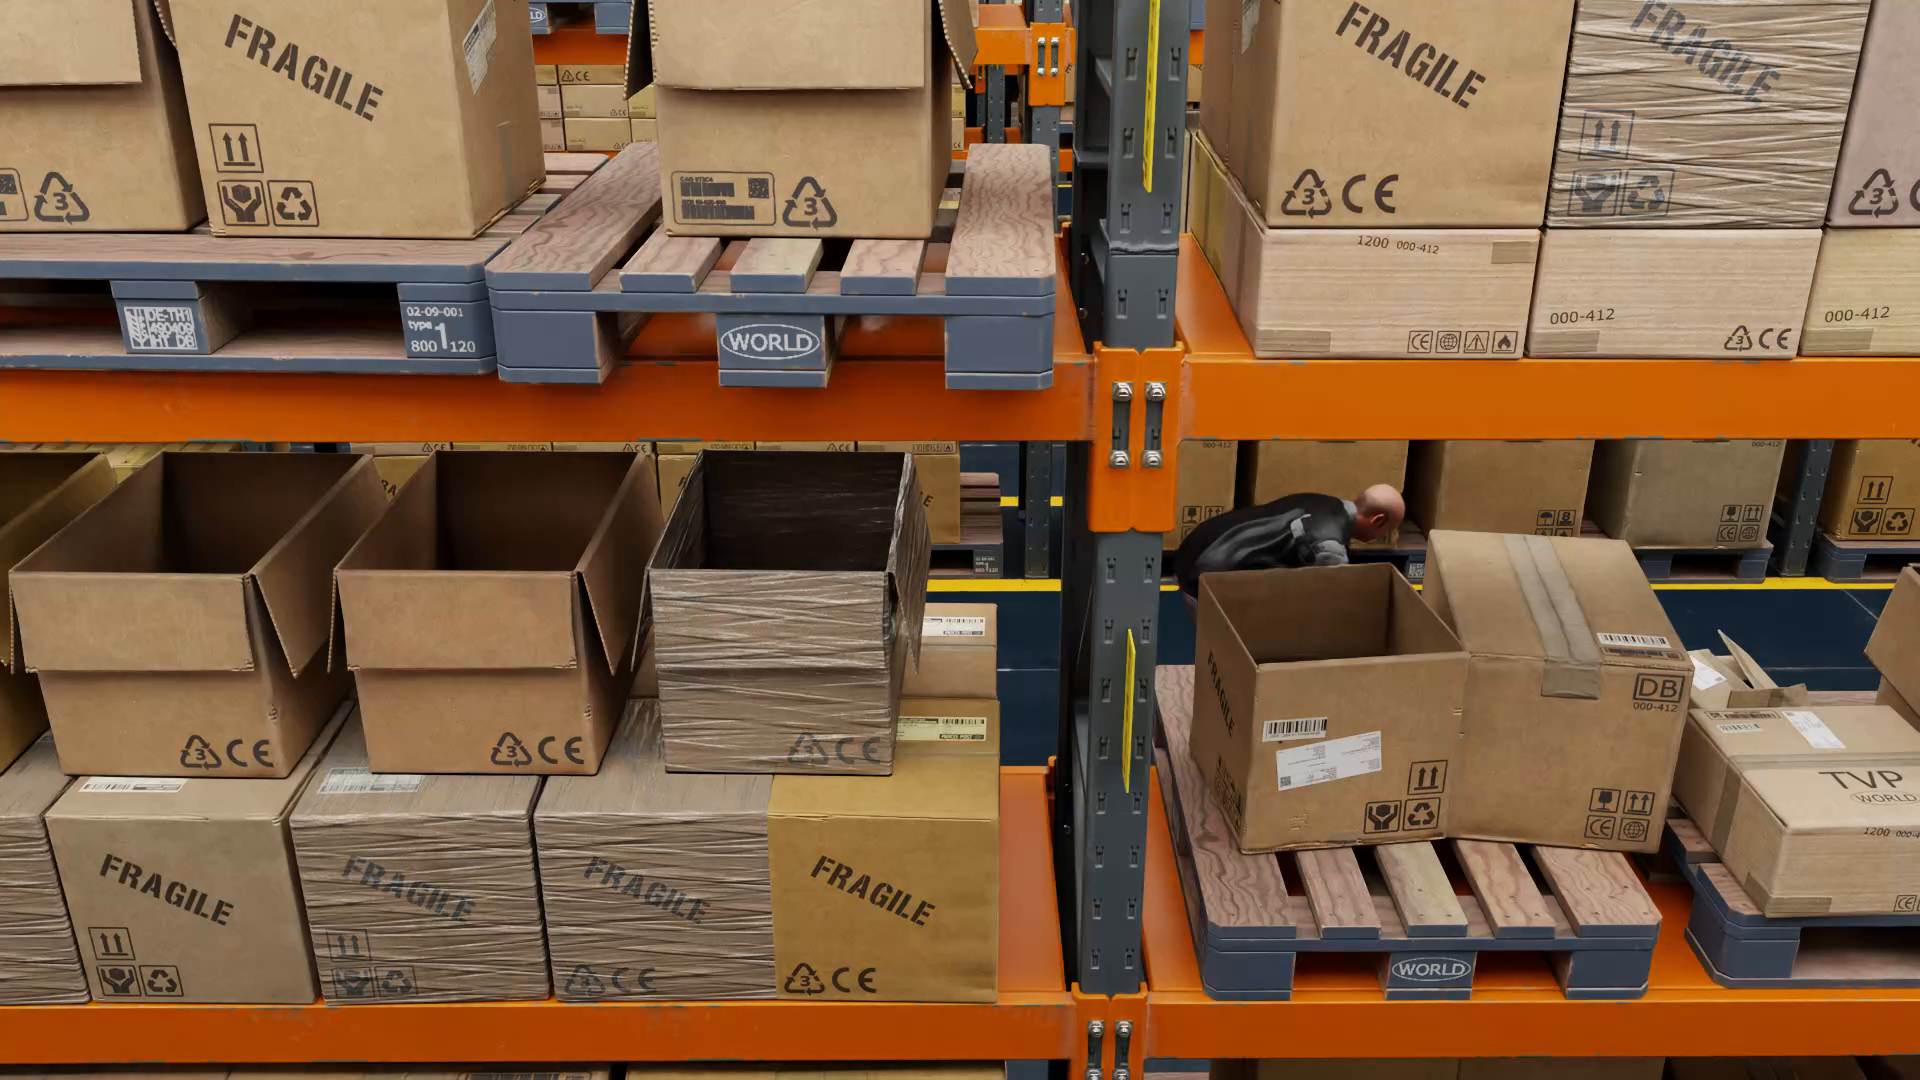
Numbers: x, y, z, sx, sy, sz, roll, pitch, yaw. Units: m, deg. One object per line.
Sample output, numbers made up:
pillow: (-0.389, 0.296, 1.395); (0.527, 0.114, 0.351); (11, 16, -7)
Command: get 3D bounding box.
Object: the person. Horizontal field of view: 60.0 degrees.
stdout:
person: (1.340, 0.361, 6.909); (0.918, 1.245, 0.480); (-1, 24, -2)
